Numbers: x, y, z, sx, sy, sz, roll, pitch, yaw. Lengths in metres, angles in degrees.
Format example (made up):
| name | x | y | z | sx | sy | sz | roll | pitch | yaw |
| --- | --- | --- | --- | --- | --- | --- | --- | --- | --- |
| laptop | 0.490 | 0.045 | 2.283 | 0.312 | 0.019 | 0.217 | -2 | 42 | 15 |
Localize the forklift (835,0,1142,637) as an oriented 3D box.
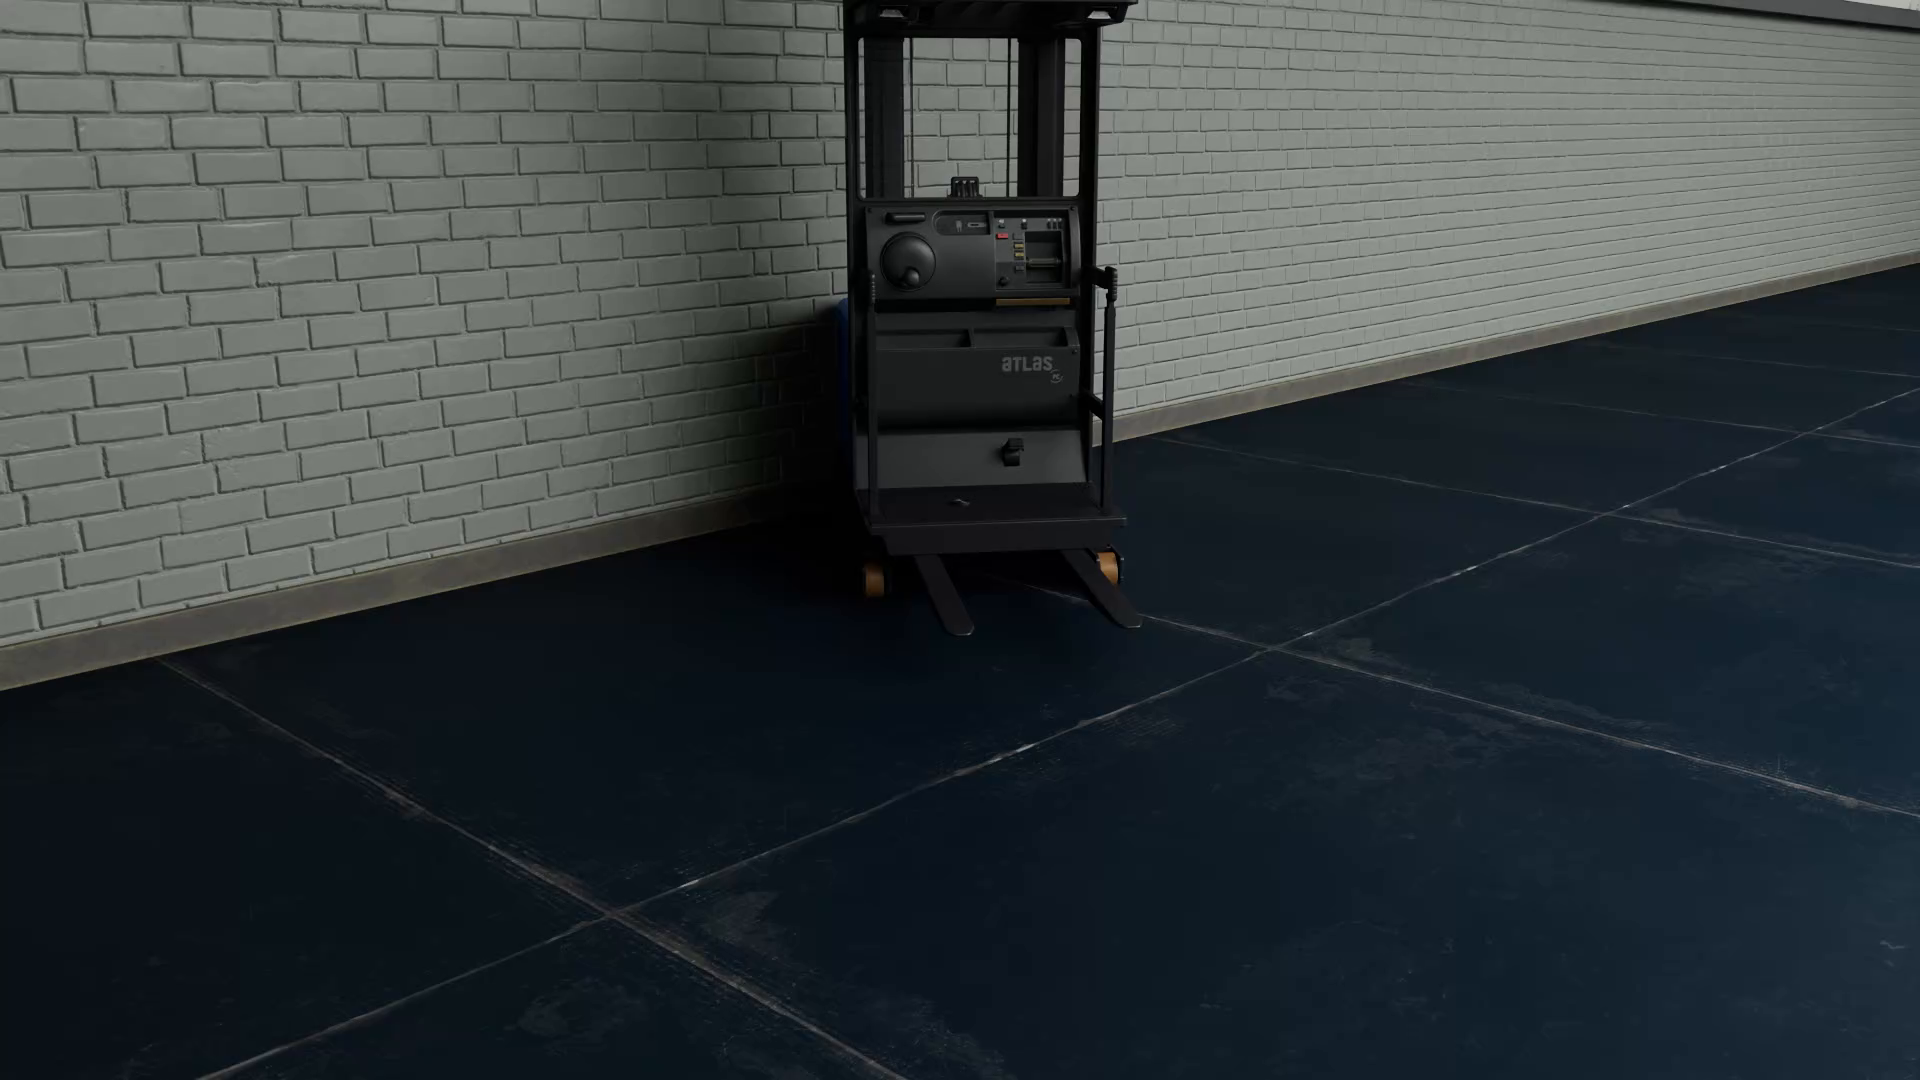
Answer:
| name | x | y | z | sx | sy | sz | roll | pitch | yaw |
| --- | --- | --- | --- | --- | --- | --- | --- | --- | --- |
| forklift | 0.090 | -1.262 | 6.963 | 1.130 | 2.935 | 3.031 | -2 | 15 | -8 |
